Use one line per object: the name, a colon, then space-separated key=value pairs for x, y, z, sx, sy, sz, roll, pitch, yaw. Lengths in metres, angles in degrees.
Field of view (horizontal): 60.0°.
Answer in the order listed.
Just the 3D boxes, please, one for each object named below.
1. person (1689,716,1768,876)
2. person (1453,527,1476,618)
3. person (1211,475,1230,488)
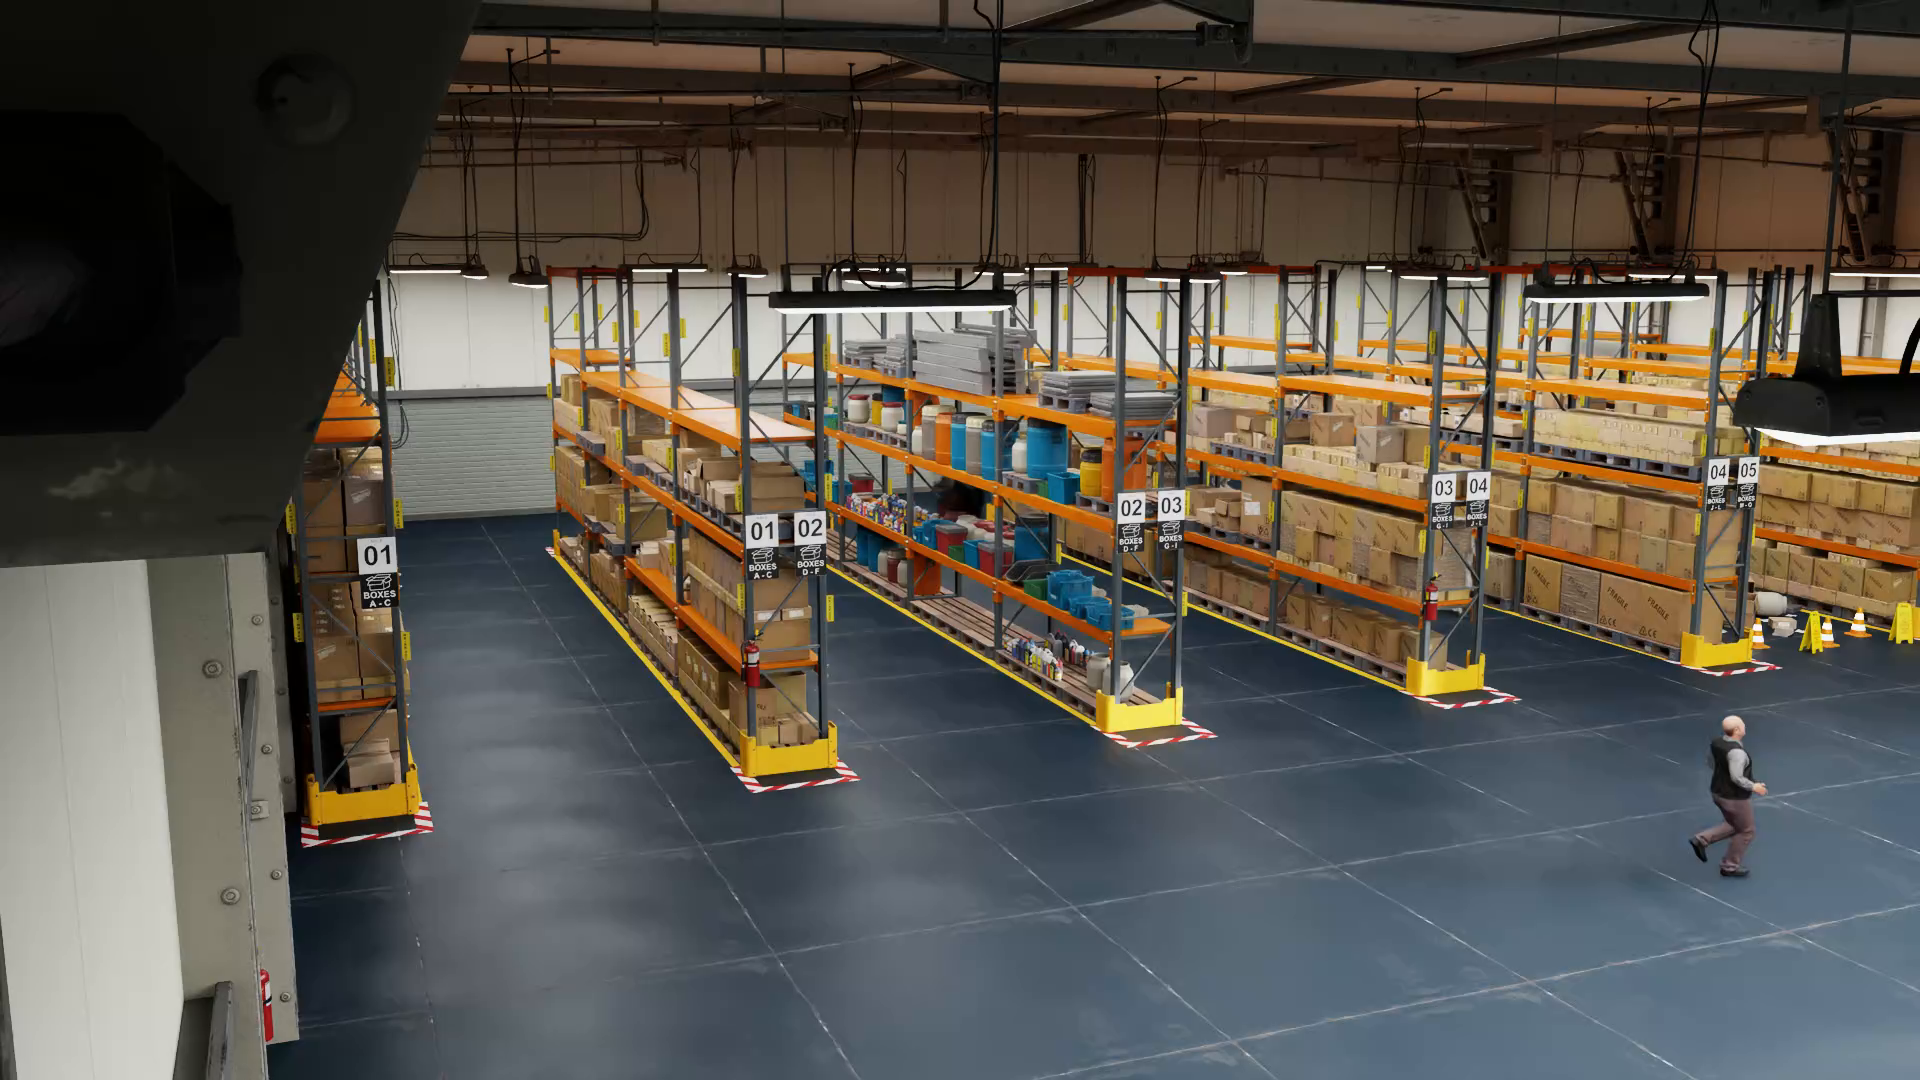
person: x=7.822 y=2.601 z=16.918 sx=0.612 sy=1.669 sz=0.657 roll=0 pitch=10 yaw=-1
person: x=8.792 y=0.490 z=29.013 sx=0.546 sy=1.704 sz=0.677 roll=-6 pitch=12 yaw=-31
person: x=6.593 y=-1.753 z=41.742 sx=0.672 sy=1.751 sz=0.619 roll=-9 pitch=13 yaw=-41
